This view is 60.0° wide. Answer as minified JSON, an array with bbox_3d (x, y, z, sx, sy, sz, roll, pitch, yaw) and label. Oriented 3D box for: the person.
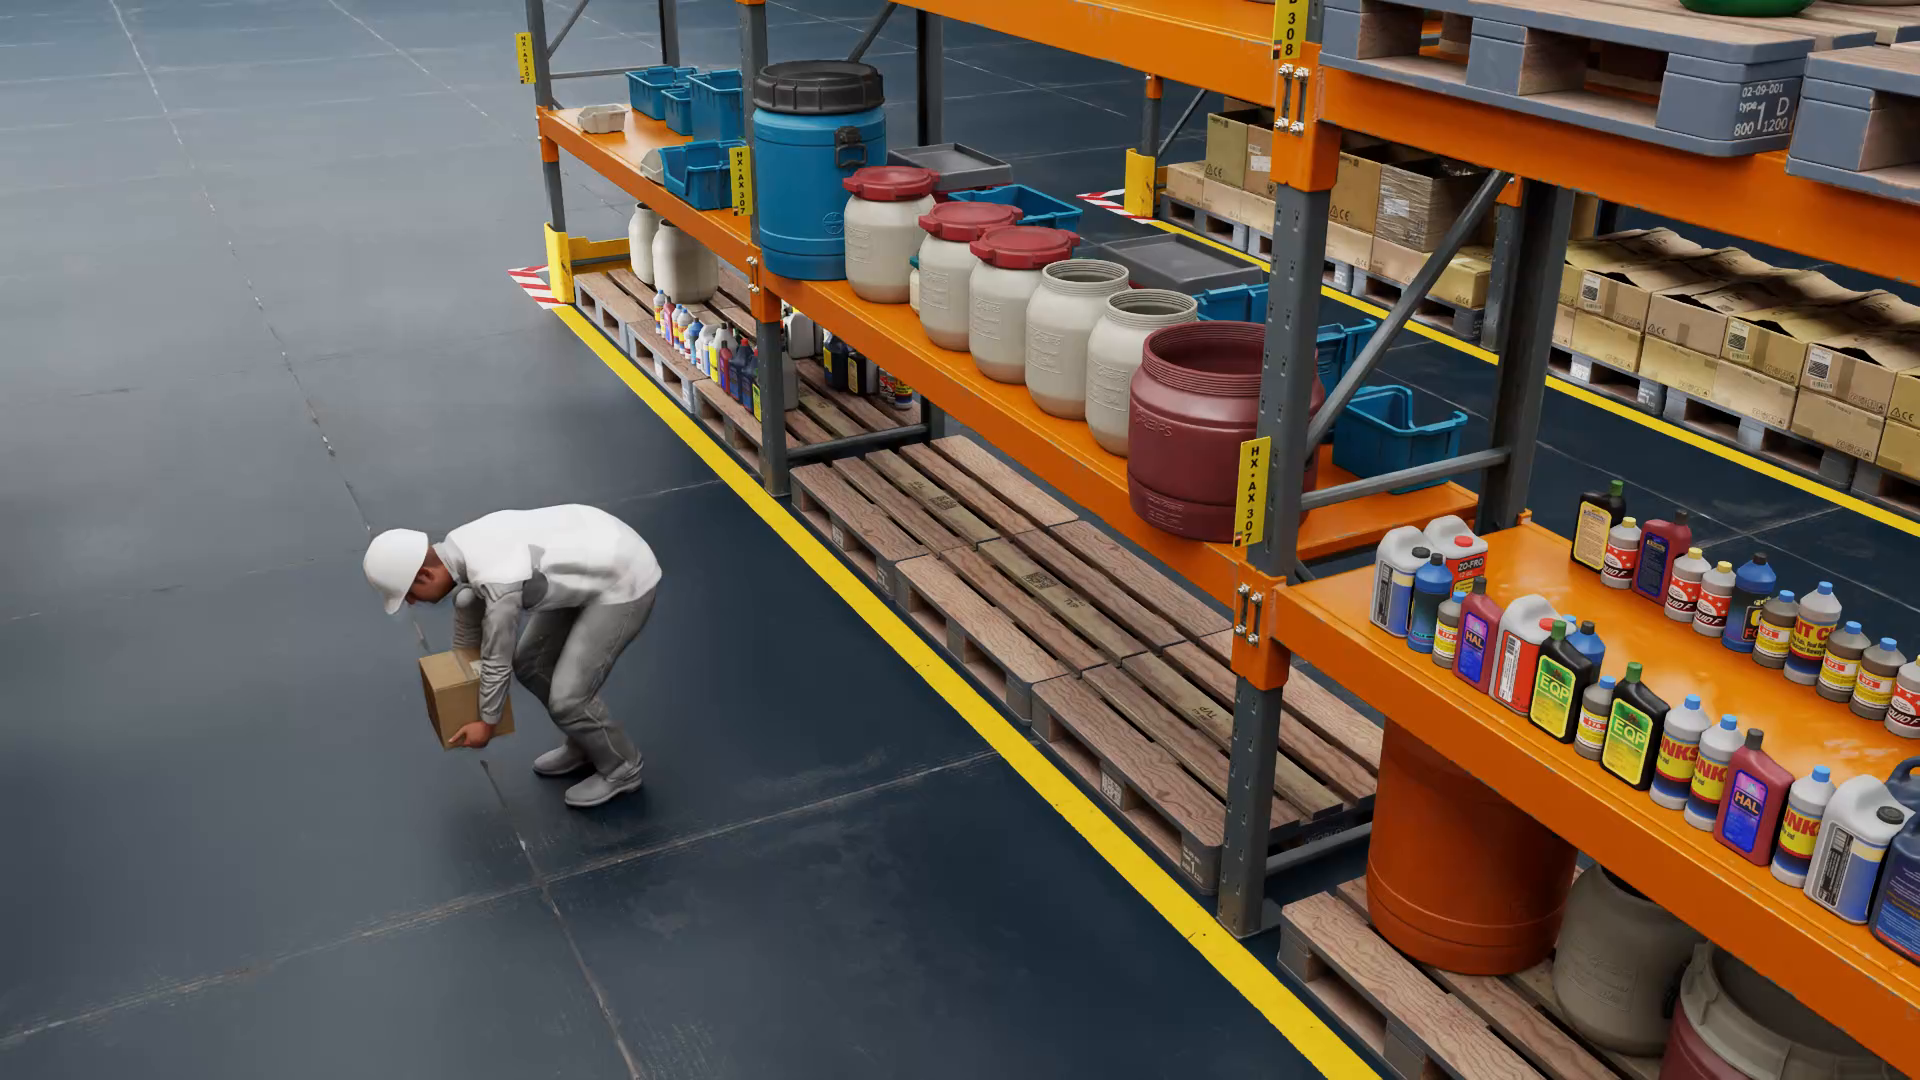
[{"bbox_3d":[-1.544,0.414,5.925,0.988,1.158,0.485,-14,29,-27],"label":"person"}]
